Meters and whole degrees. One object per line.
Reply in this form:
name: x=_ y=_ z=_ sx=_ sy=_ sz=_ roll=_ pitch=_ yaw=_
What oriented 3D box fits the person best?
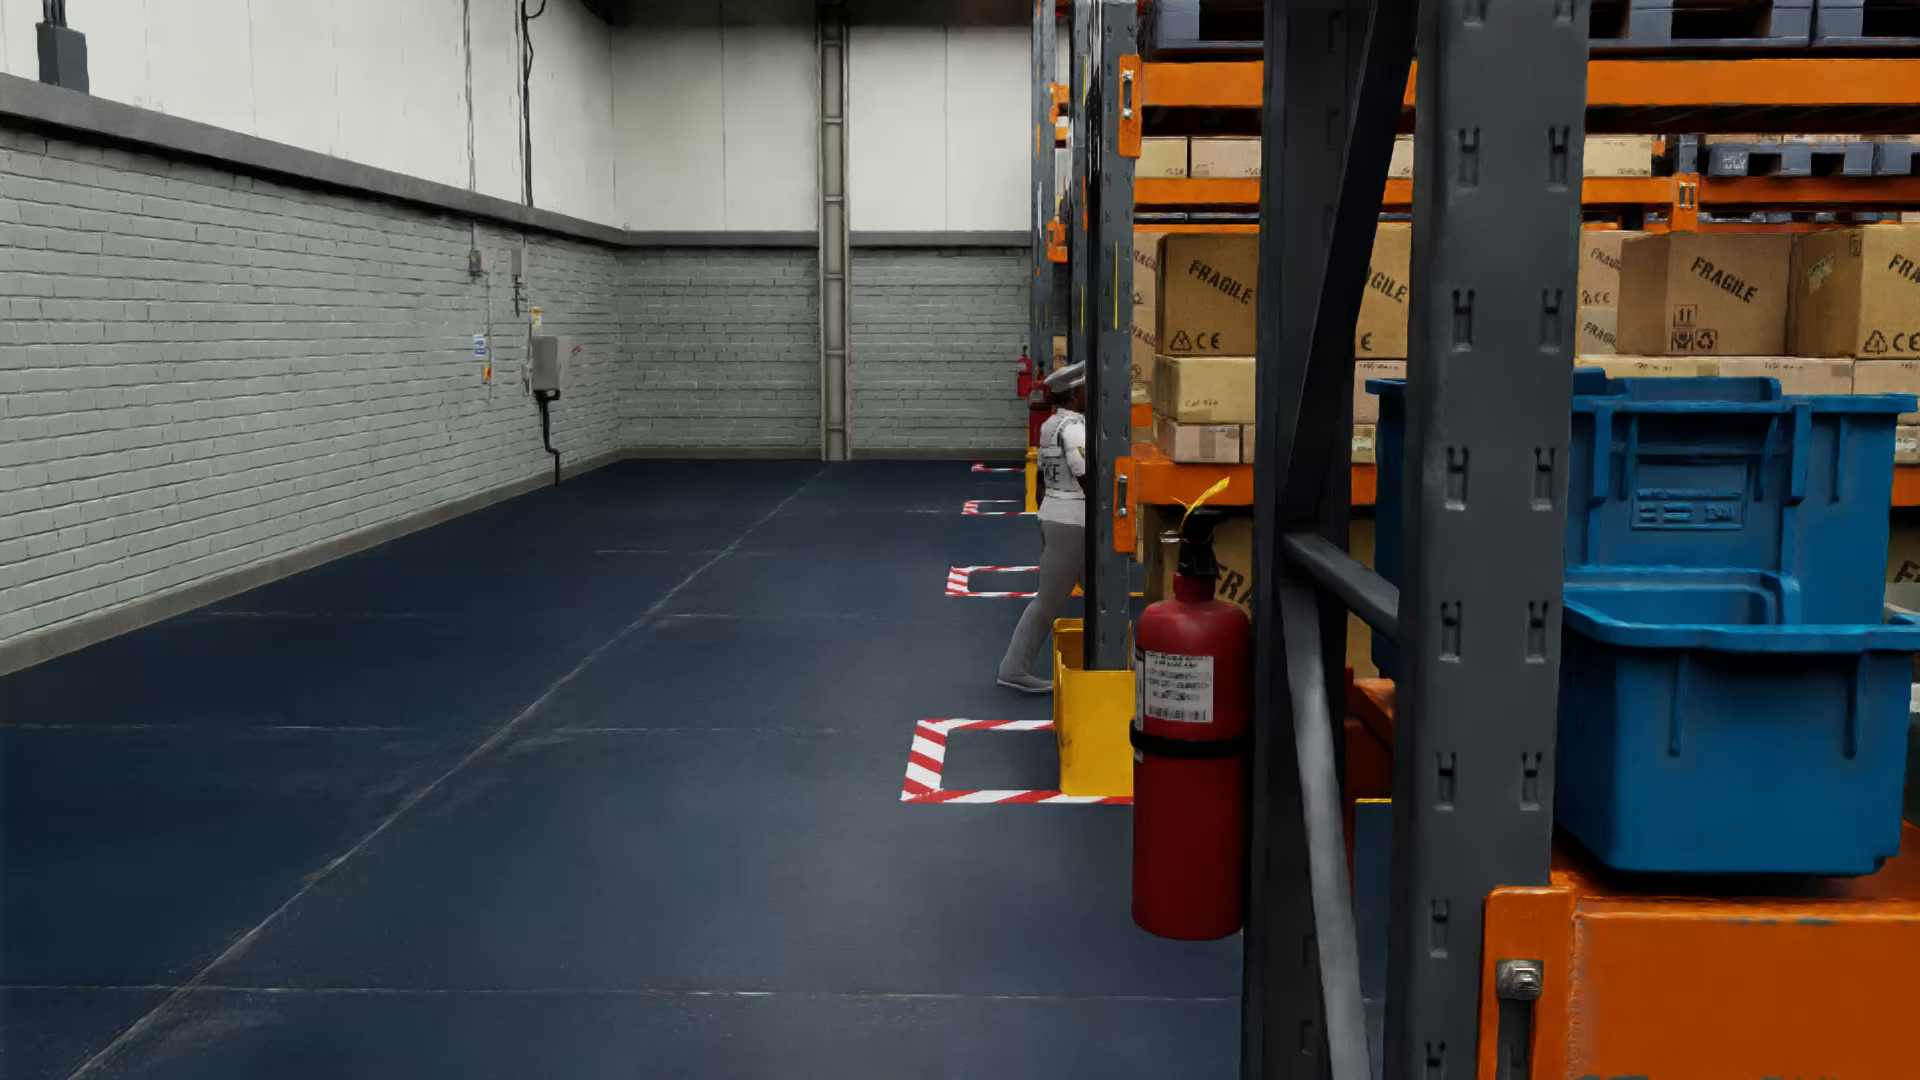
person: x=0.641 y=-0.078 z=8.331 sx=0.945 sy=1.647 sz=0.576 roll=-1 pitch=7 yaw=-9
